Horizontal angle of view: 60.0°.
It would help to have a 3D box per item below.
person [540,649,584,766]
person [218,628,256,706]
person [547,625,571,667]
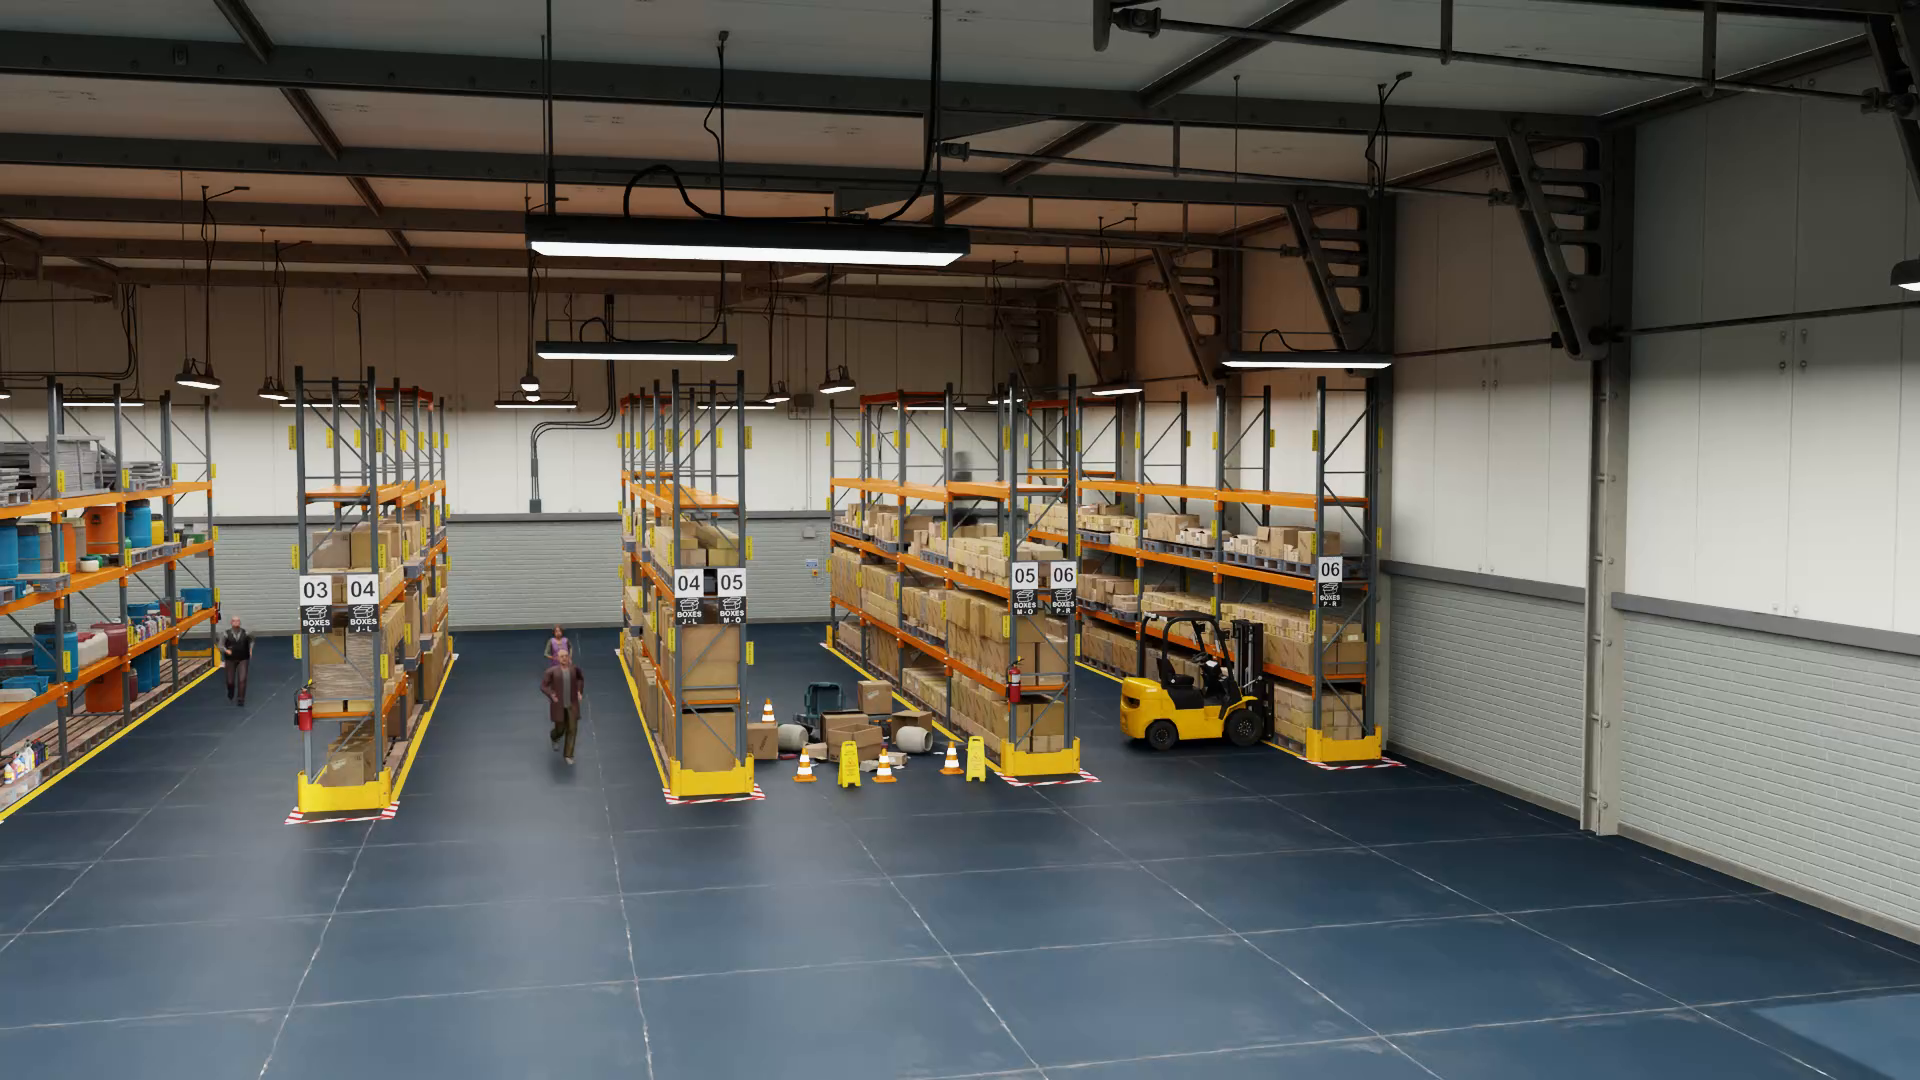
[{"bbox_3d":[-6.174,2.583,25.931,0.709,1.764,0.918,-2,4,-27],"label":"person"},{"bbox_3d":[-13.679,2.384,31.484,0.669,1.484,0.760,-2,4,-27],"label":"person"},{"bbox_3d":[-7.377,2.368,30.580,0.504,1.609,0.875,-1,4,-18],"label":"person"}]
